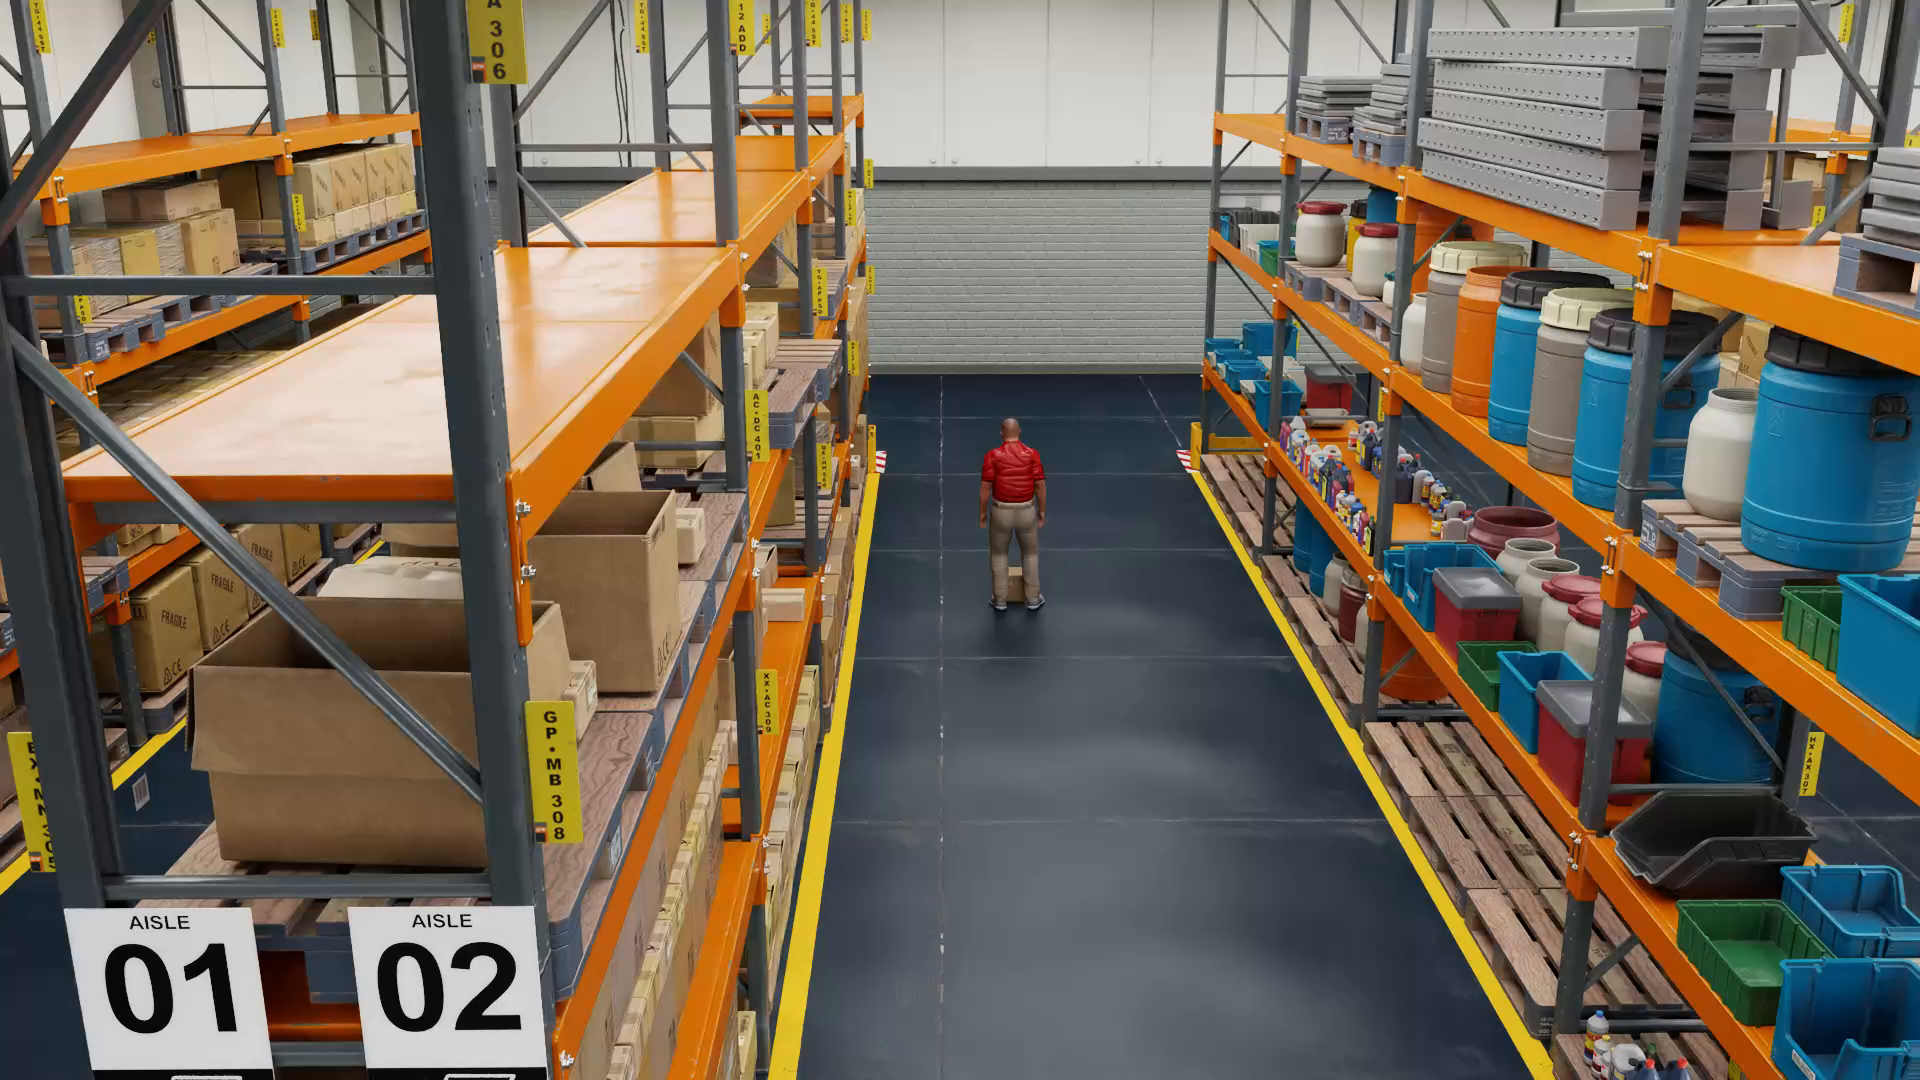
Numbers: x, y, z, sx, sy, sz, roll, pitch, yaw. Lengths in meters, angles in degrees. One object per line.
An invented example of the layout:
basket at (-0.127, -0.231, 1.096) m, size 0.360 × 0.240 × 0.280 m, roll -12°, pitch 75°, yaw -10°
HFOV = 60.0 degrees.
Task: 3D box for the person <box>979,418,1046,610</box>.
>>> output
person at (0.472, -0.227, 14.809) m, size 0.603 × 1.728 × 0.384 m, roll -1°, pitch 17°, yaw -3°
